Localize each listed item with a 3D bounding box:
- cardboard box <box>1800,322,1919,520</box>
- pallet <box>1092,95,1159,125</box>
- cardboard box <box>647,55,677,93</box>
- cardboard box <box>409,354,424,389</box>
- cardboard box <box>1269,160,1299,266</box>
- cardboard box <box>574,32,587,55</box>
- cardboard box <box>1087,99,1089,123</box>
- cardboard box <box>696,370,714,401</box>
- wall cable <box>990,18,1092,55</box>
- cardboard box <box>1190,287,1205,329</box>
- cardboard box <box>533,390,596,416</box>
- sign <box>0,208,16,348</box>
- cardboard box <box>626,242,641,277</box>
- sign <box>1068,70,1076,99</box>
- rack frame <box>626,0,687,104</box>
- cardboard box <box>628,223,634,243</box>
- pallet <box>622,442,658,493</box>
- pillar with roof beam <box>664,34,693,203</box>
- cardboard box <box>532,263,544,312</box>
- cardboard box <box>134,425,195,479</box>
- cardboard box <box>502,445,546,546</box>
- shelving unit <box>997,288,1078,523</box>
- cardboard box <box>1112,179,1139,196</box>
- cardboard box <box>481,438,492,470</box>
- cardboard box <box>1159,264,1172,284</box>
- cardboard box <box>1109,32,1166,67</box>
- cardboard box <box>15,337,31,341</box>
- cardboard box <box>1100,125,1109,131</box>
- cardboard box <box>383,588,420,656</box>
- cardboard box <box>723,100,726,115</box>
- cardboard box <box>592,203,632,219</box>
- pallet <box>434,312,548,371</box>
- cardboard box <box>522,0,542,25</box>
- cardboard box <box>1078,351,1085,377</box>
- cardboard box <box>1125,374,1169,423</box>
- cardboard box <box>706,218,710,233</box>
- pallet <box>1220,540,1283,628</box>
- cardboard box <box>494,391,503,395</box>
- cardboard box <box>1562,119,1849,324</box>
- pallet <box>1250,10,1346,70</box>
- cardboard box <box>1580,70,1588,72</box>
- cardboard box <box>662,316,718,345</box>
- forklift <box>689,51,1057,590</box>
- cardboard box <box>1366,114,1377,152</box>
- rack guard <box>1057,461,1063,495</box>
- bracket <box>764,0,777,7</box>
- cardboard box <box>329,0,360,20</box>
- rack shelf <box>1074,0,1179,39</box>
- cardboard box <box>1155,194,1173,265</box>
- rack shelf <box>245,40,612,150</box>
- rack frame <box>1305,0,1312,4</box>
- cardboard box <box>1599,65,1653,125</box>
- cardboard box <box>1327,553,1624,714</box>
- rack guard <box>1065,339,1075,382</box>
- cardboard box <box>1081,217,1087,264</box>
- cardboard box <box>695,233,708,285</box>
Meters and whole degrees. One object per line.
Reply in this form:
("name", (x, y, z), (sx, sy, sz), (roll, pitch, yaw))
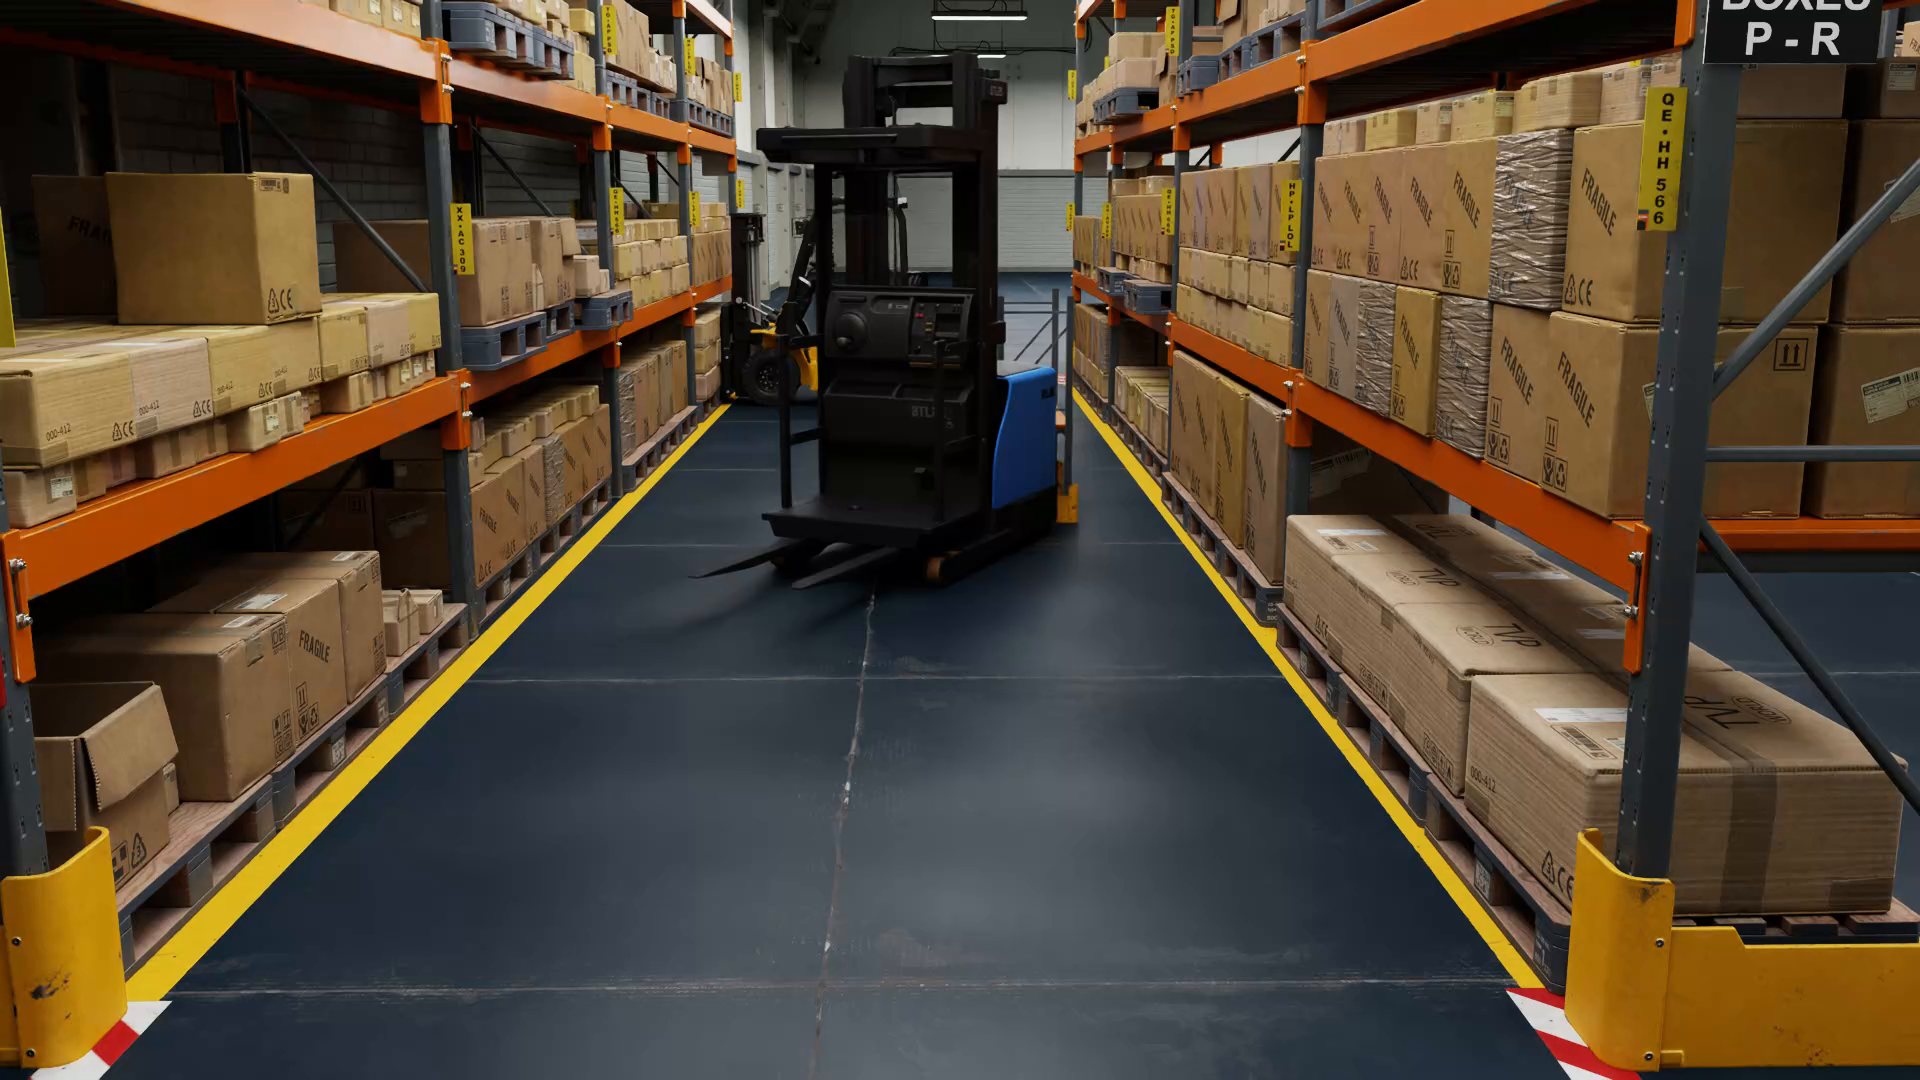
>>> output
("cardboard box", (2.456, -0.346, 4.471), (0.500, 0.500, 0.500), (0, 11, -2))
("pallet", (1.837, -3.841, 14.876), (1.213, 0.211, 1.003), (0, 11, -1))
("cardboard box", (-2.773, -4.103, 14.613), (0.500, 0.311, 0.500), (-1, 11, -3))
("cardboard box", (-2.581, -0.738, 7.283), (0.380, 0.149, 0.250), (0, 11, 0))
("cardboard box", (1.836, -1.623, 8.247), (0.500, 0.500, 0.500), (0, 11, 1))
("cardboard box", (-2.701, -3.292, 11.074), (0.380, 0.149, 0.250), (0, 11, 0))
("cardboard box", (1.628, -4.620, 17.871), (0.500, 0.250, 0.500), (0, 11, 1))
("cardboard box", (-2.711, -1.521, 16.371), (0.500, 0.250, 0.500), (0, 11, -1))
("wall cable", (2.439, -15.919, 50.061), (3.097, 2.526, 0.112), (0, 11, -1))
("cardboard box", (1.800, -1.517, 10.871), (0.500, 0.250, 0.500), (-1, 11, -3))
("cardboard box", (-2.649, -0.917, 11.136), (0.380, 0.149, 0.250), (-1, 11, -4))
("sign", (-2.242, -0.606, 3.826), (0.100, 0.325, 0.005), (0, 11, -1))
("cardboard box", (-2.723, -2.130, 12.635), (0.500, 0.250, 0.500), (0, 11, 1))
("sign", (1.305, -5.277, 19.286), (0.100, 0.325, 0.005), (0, 11, -1))
("rack frame", (-3.032, -5.505, 15.062), (1.000, 3.000, 0.127), (0, 11, -1))
("cardboard box", (-2.717, -2.357, 12.752), (0.380, 0.149, 0.250), (0, 11, -1))
("pallet", (-2.927, -0.567, 12.824), (1.003, 0.211, 1.213), (0, 11, -1))
("pillar with roof beam", (0.179, -7.369, 24.247), (9.100, 9.000, 0.400), (0, 11, -1))
("cardboard box", (-2.512, -1.393, 9.160), (0.396, 0.266, 0.258), (0, 11, 2))
("cardboard box", (-2.552, -0.276, 5.007), (0.380, 0.149, 0.250), (0, 11, 1))
("cardboard box", (-2.679, -0.258, 9.516), (0.500, 0.500, 0.500), (-1, 11, -3))
("shelving unit", (0.475, -0.957, 11.506), (0.587, 1.500, 1.083), (0, 11, -2))
("cardboard box", (1.587, -3.210, 15.149), (0.380, 0.149, 0.250), (0, 11, -1))
("cardboard box", (-2.708, -0.452, 8.840), (0.380, 0.149, 0.250), (-1, 11, -4))
("cardboard box", (1.693, -1.991, 12.404), (0.380, 0.149, 0.250), (0, 11, 0))
("cardboard box", (1.562, -4.217, 14.319), (0.500, 0.250, 0.500), (0, 11, -2))
("cardboard box", (-3.068, -0.445, 4.836), (0.500, 0.250, 0.500), (0, 11, -1))
("cardboard box", (1.612, -4.199, 16.801), (0.380, 0.149, 0.250), (0, 11, 0))
("cardboard box", (-2.554, 0.340, 7.160), (0.396, 0.266, 0.258), (0, 11, 1))
("cardboard box", (-2.794, -4.798, 18.447), (0.380, 0.149, 0.250), (-1, 11, -3))
("cardboard box", (-3.341, -3.140, 15.861), (0.380, 0.149, 0.250), (0, 11, -1))
("pallet", (-2.774, -1.040, 8.624), (1.003, 0.211, 1.213), (0, 11, -1))
("cardboard box", (-2.495, -2.891, 9.045), (0.380, 0.149, 0.250), (0, 11, 0))
("cardboard box", (1.591, -1.977, 18.617), (0.500, 0.250, 0.500), (0, 11, 1))
("cardboard box", (1.962, -1.257, 14.764), (0.950, 0.372, 0.625), (0, 11, 2))
("cardboard box", (-2.751, -3.201, 16.910), (0.380, 0.149, 0.250), (0, 11, -2))
("pallet", (2.005, 0.218, 8.956), (1.003, 0.211, 1.213), (0, 11, -1))
("cardboard box", (-3.271, -0.911, 11.103), (0.380, 0.149, 0.250), (0, 11, 1))
("cardboard box", (1.931, -0.835, 4.363), (0.500, 0.500, 0.500), (0, 11, 1))
("pallet", (2.028, -2.554, 8.542), (0.805, 0.209, 1.217), (-1, 11, -3))
("cardboard box", (6.592, -4.720, 17.060), (0.500, 0.250, 0.500), (0, 11, -2))
("cardboard box", (-2.729, -2.112, 16.772), (0.500, 0.250, 0.500), (0, 11, -1))
("forklift", (-0.451, -1.278, 9.486), (1.130, 2.935, 3.031), (5, 13, 25))
("cardboard box", (1.856, -1.638, 6.690), (0.380, 0.149, 0.250), (0, 11, -2))
("rack guard", (0.456, -0.444, 12.118), (0.587, 0.250, 0.087), (0, 11, -2))
("bracket", (-4.010, -11.419, 35.160), (0.235, 0.232, 0.430), (0, 11, -1))
("cardboard box", (-2.565, -2.101, 6.456), (0.380, 0.149, 0.250), (0, 11, -1))
("rack shelf", (1.889, -5.570, 17.198), (1.077, 0.370, 4.000), (0, 11, -1))
("cardboard box", (1.726, -2.281, 12.202), (0.500, 0.500, 0.500), (-1, 11, -3))
("rack shelf", (-2.908, -2.490, 9.553), (1.077, 0.370, 4.000), (0, 11, -1))
("rack frame", (2.096, -3.936, 7.327), (1.000, 3.000, 0.127), (0, 11, -1))
("cardboard box", (1.942, -1.179, 4.427), (0.380, 0.149, 0.250), (0, 11, 0))
("cardboard box", (2.021, 0.357, 6.642), (0.875, 0.438, 0.875), (-1, 11, -3))
("rack guard", (1.849, -2.141, 19.856), (1.175, 0.500, 0.348), (0, 11, -1))
("cardboard box", (1.606, -3.277, 18.166), (0.500, 0.500, 0.500), (0, 11, -2))
("cardboard box", (-2.807, -2.807, 16.599), (0.500, 0.500, 0.500), (0, 11, 0))
